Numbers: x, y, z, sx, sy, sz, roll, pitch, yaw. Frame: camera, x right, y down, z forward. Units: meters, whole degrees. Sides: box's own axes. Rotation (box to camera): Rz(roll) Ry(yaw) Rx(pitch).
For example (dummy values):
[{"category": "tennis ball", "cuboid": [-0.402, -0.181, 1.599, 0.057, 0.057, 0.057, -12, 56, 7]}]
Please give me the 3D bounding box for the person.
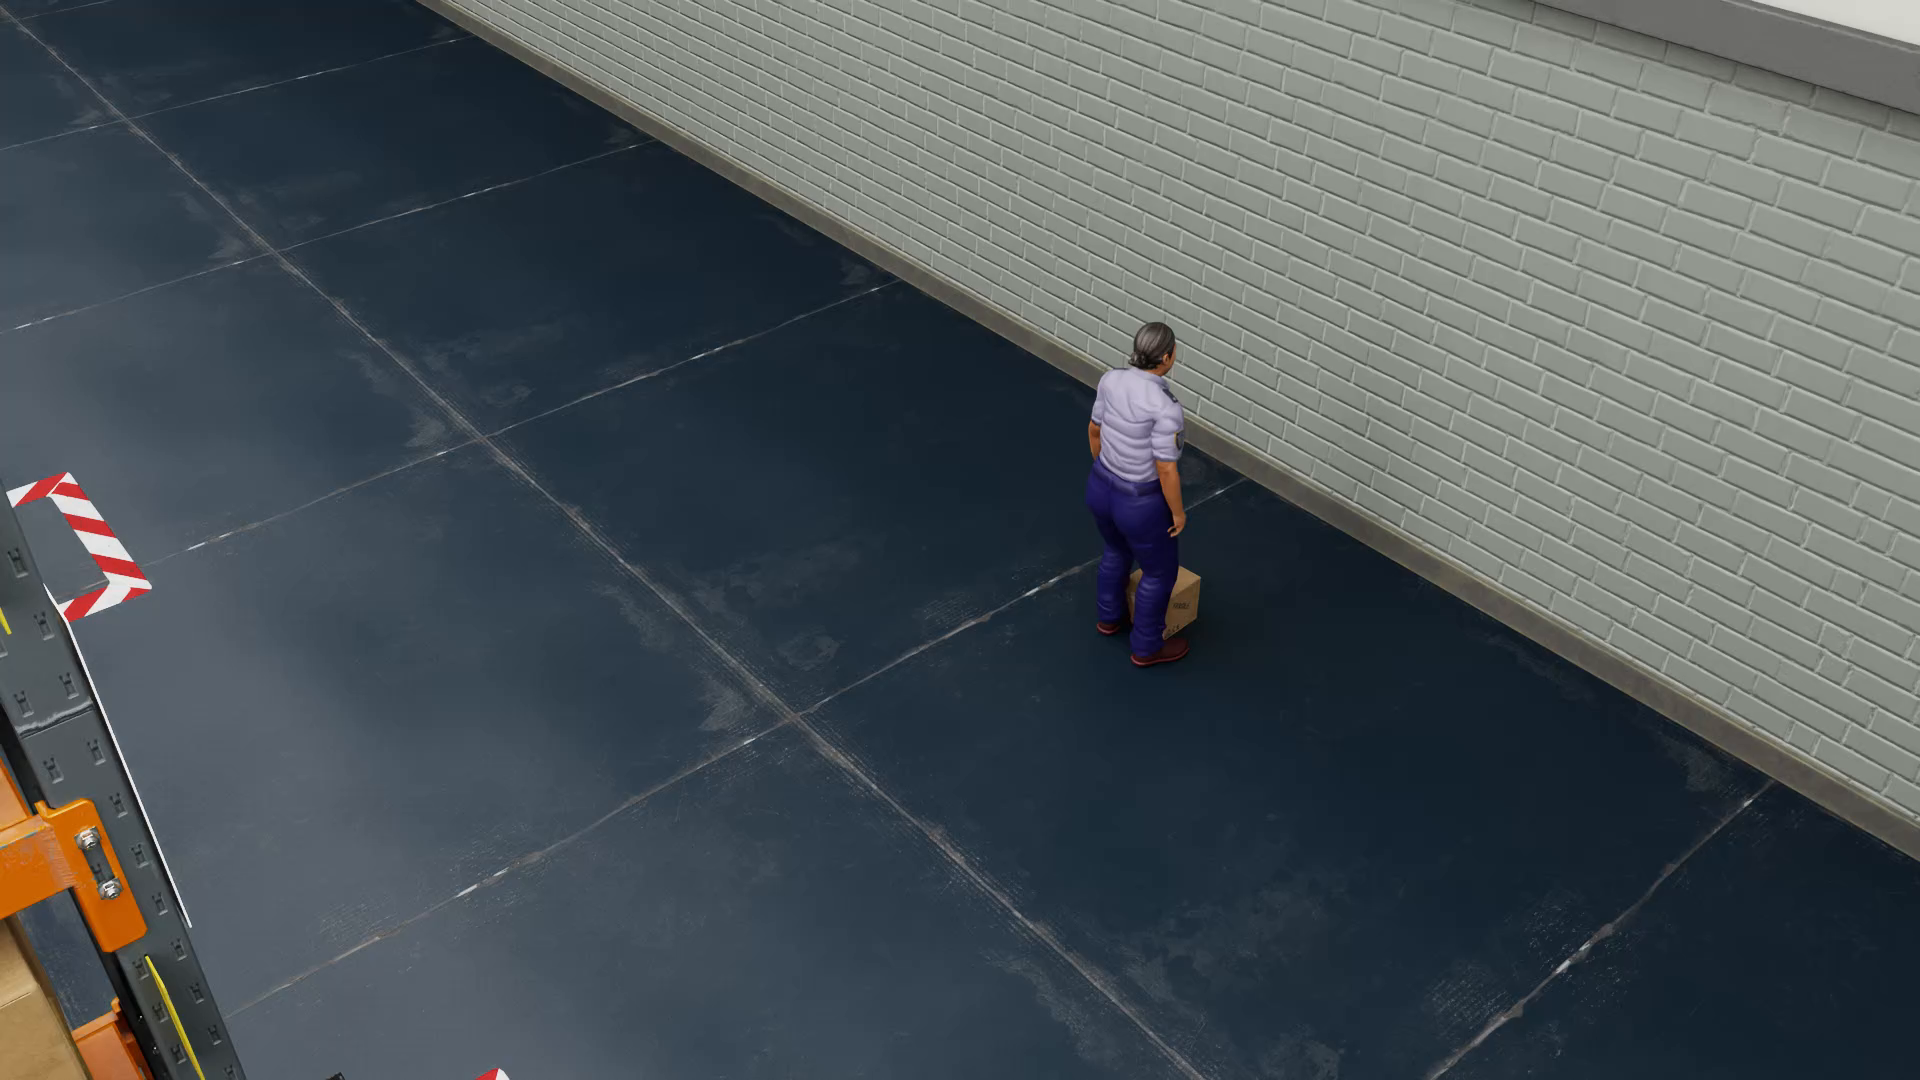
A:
[{"category": "person", "cuboid": [0.798, -0.205, 7.364, 0.415, 1.652, 0.537, -26, 44, -31]}]
